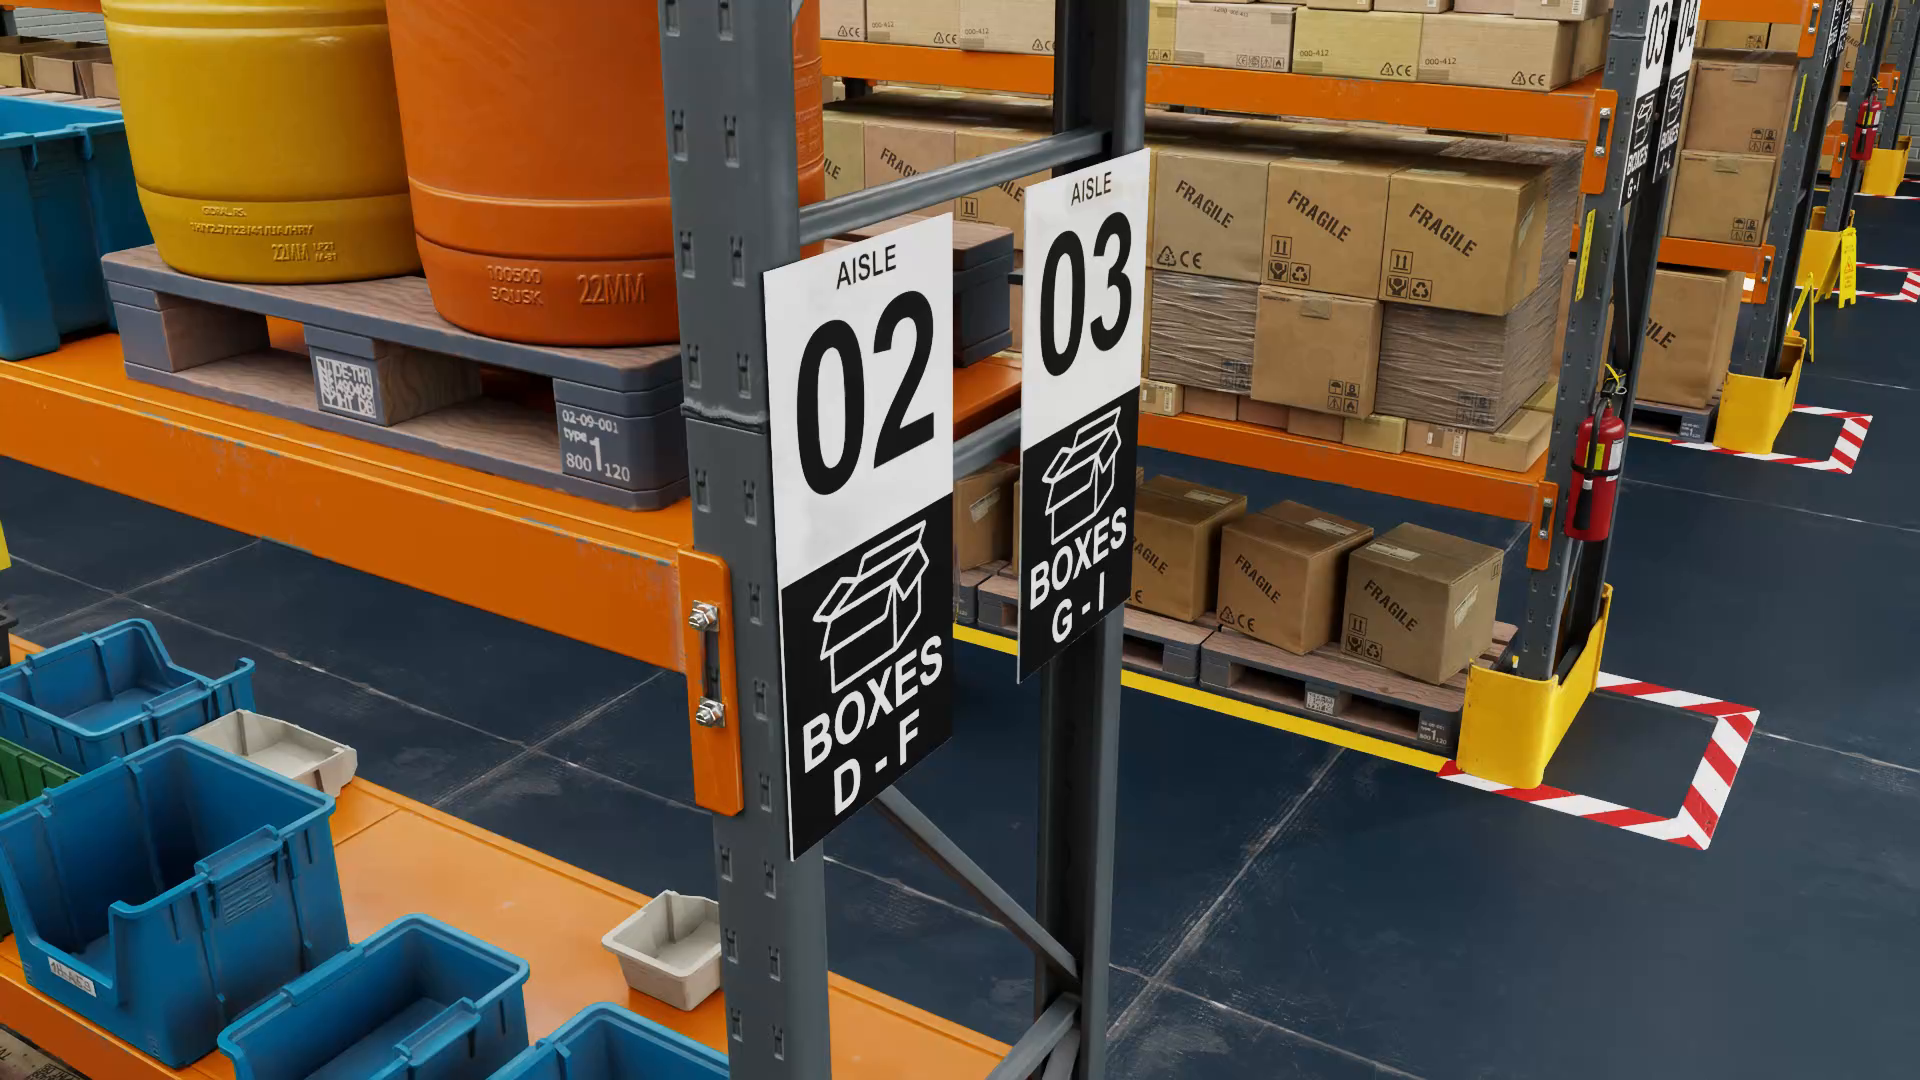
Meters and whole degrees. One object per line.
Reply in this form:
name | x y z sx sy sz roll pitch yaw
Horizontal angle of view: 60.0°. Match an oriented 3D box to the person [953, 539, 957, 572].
person | -0.461 0.255 7.575 0.947 0.952 0.594 13 26 28
